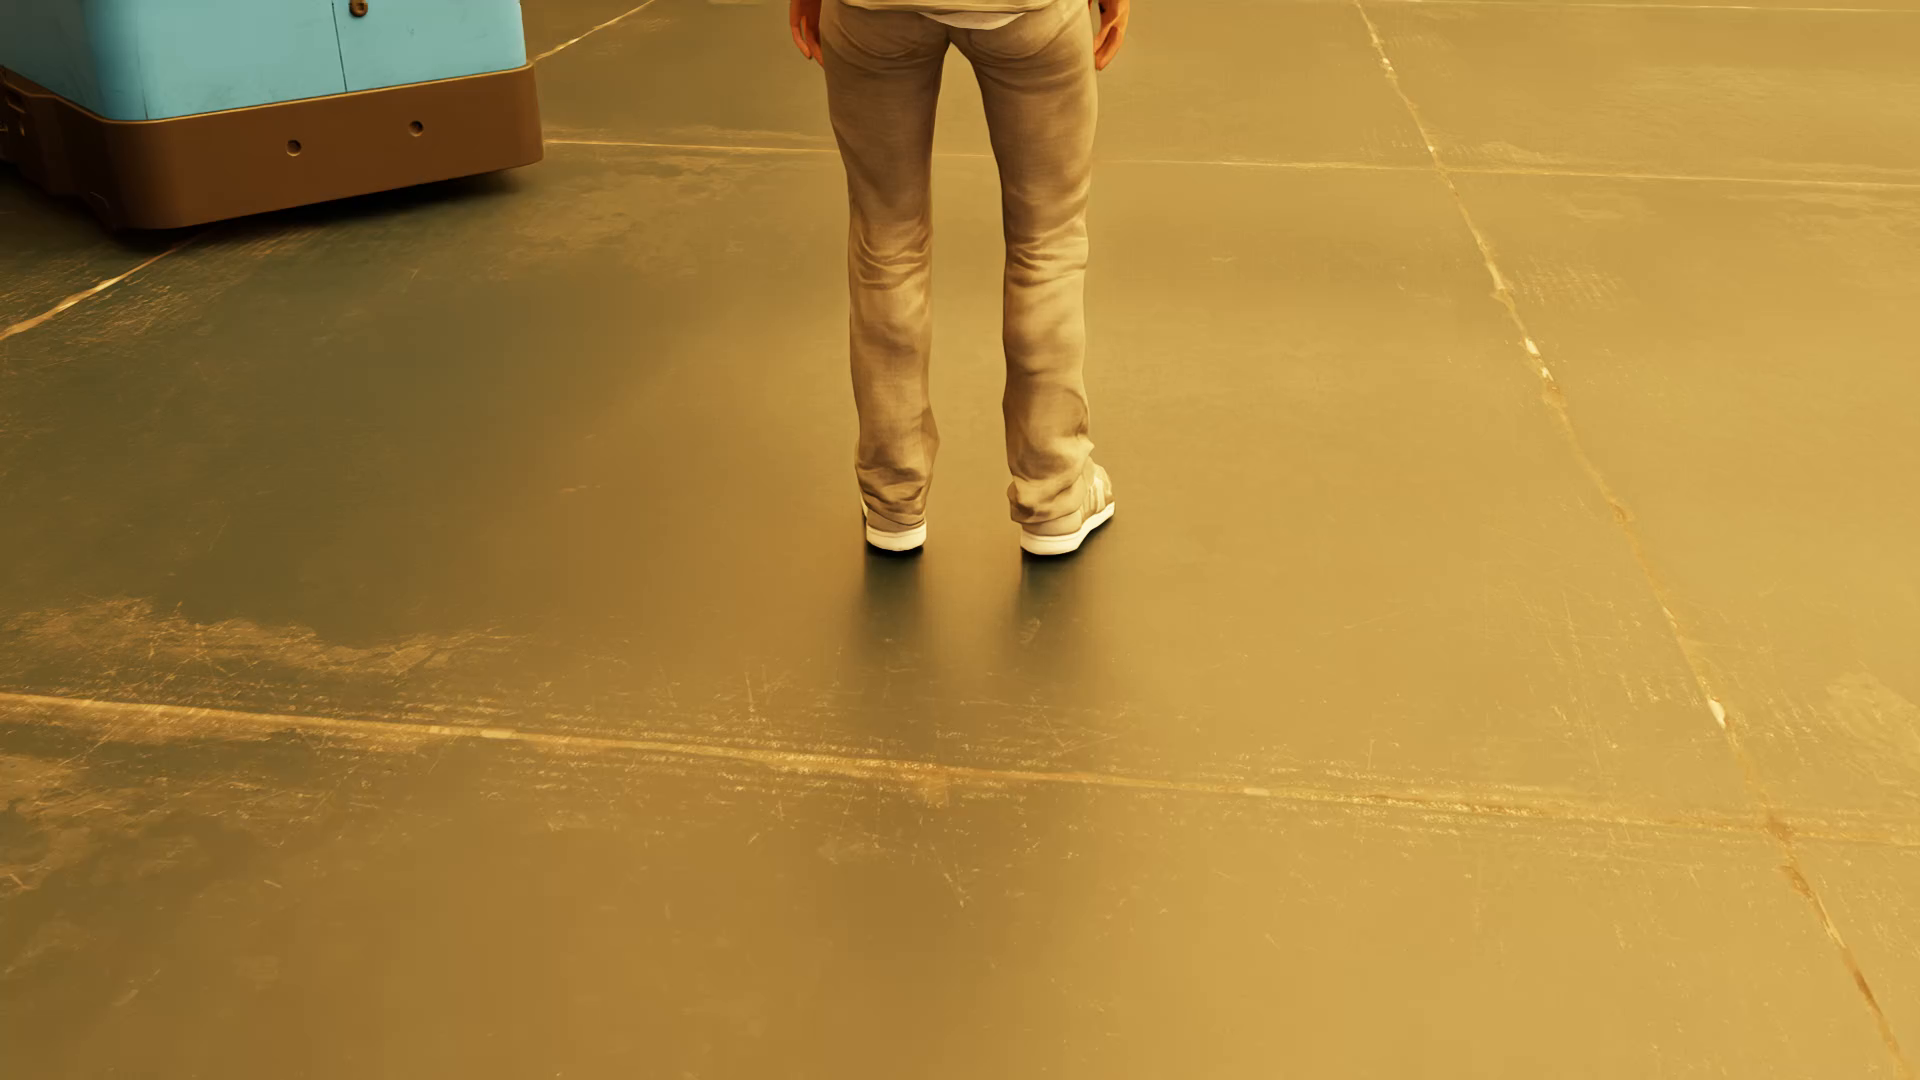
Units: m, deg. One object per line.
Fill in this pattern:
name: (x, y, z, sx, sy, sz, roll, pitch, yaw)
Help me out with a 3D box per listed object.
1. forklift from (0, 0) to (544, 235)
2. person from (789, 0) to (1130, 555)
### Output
forklift: (-2.440, -2.583, 4.395, 1.130, 2.935, 3.031, -22, 34, -37)
person: (-0.003, -0.722, 2.164, 0.467, 1.592, 0.344, 3, 27, 5)
